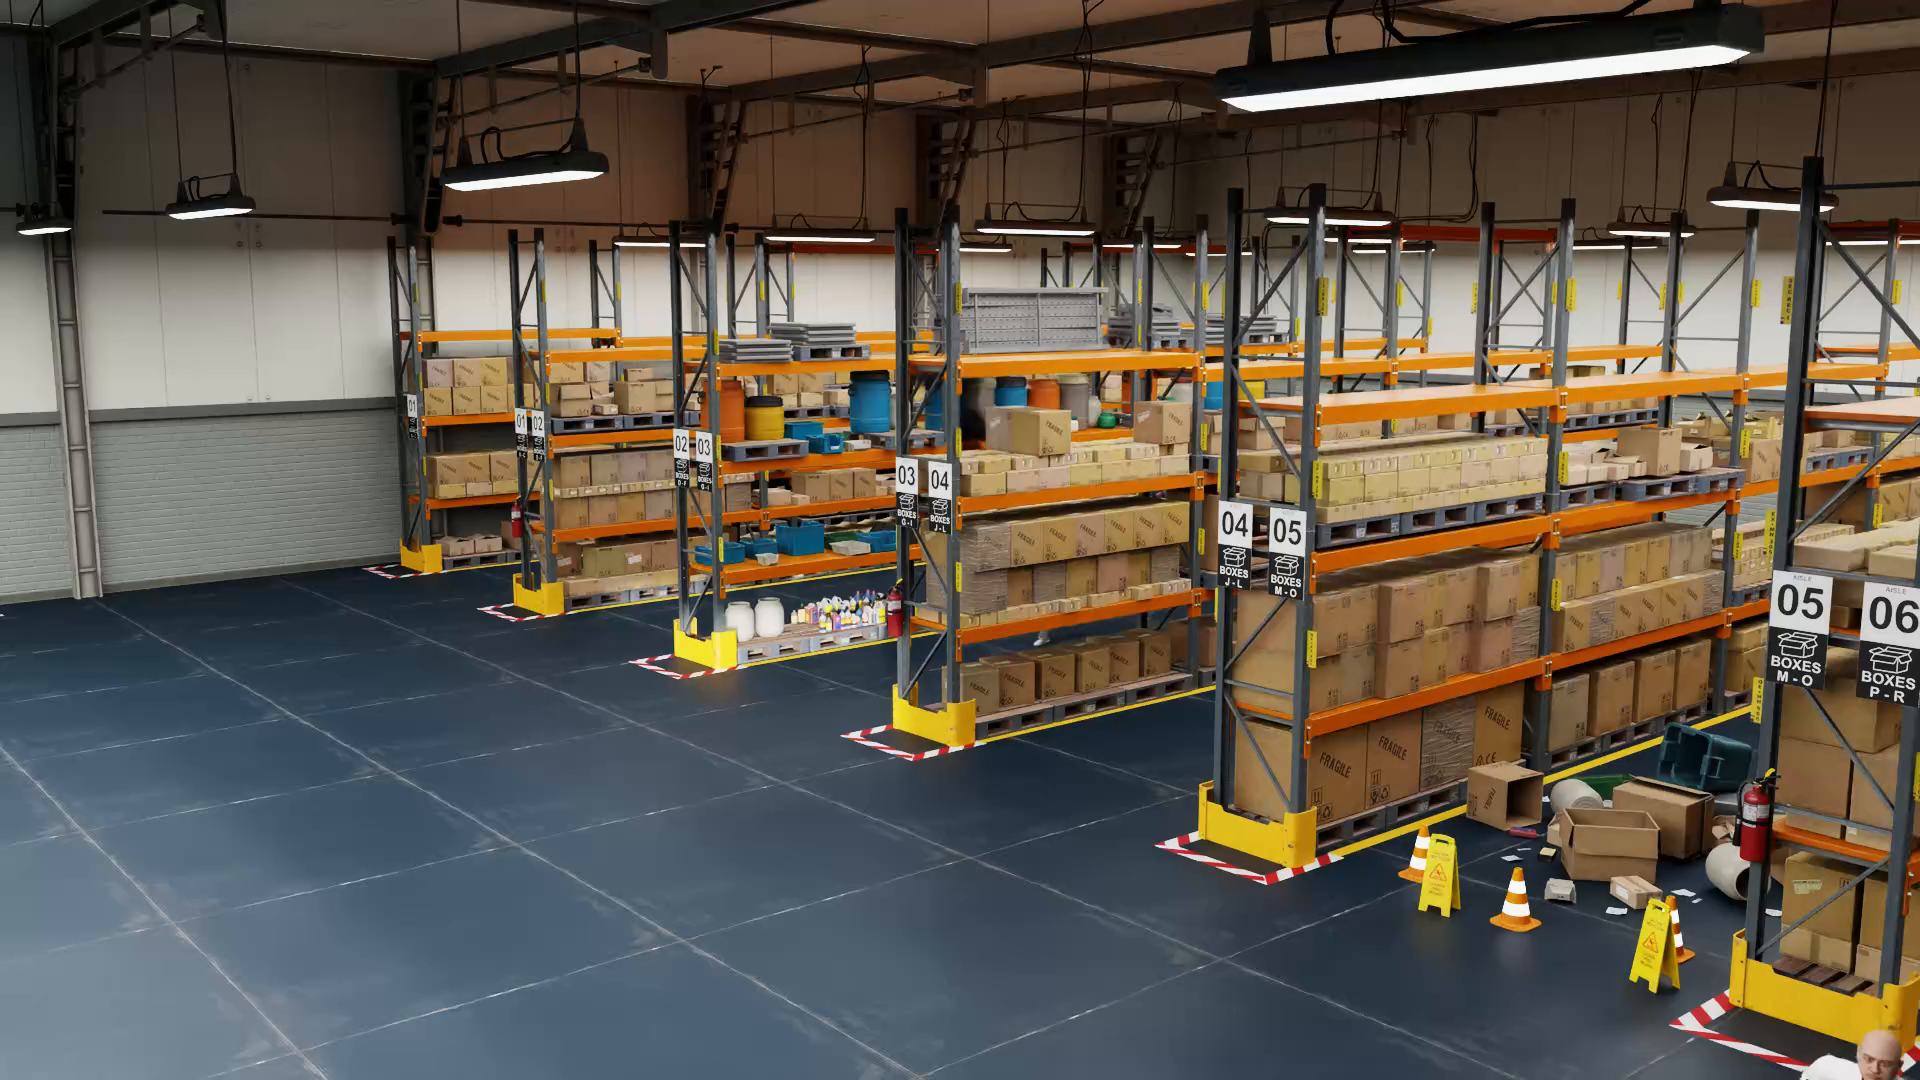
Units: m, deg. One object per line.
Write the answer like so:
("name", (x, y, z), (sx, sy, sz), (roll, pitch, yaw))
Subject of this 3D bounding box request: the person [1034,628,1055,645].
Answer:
("person", (1.231, 0.729, 23.943), (0.554, 1.600, 0.704), (7, 11, 38))

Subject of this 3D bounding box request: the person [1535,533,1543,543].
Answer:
("person", (8.690, 0.543, 24.560), (0.903, 1.701, 0.645), (-8, 12, -41))

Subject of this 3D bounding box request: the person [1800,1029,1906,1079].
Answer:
("person", (4.311, 3.165, 7.916), (0.672, 1.614, 0.736), (6, 10, 33))
